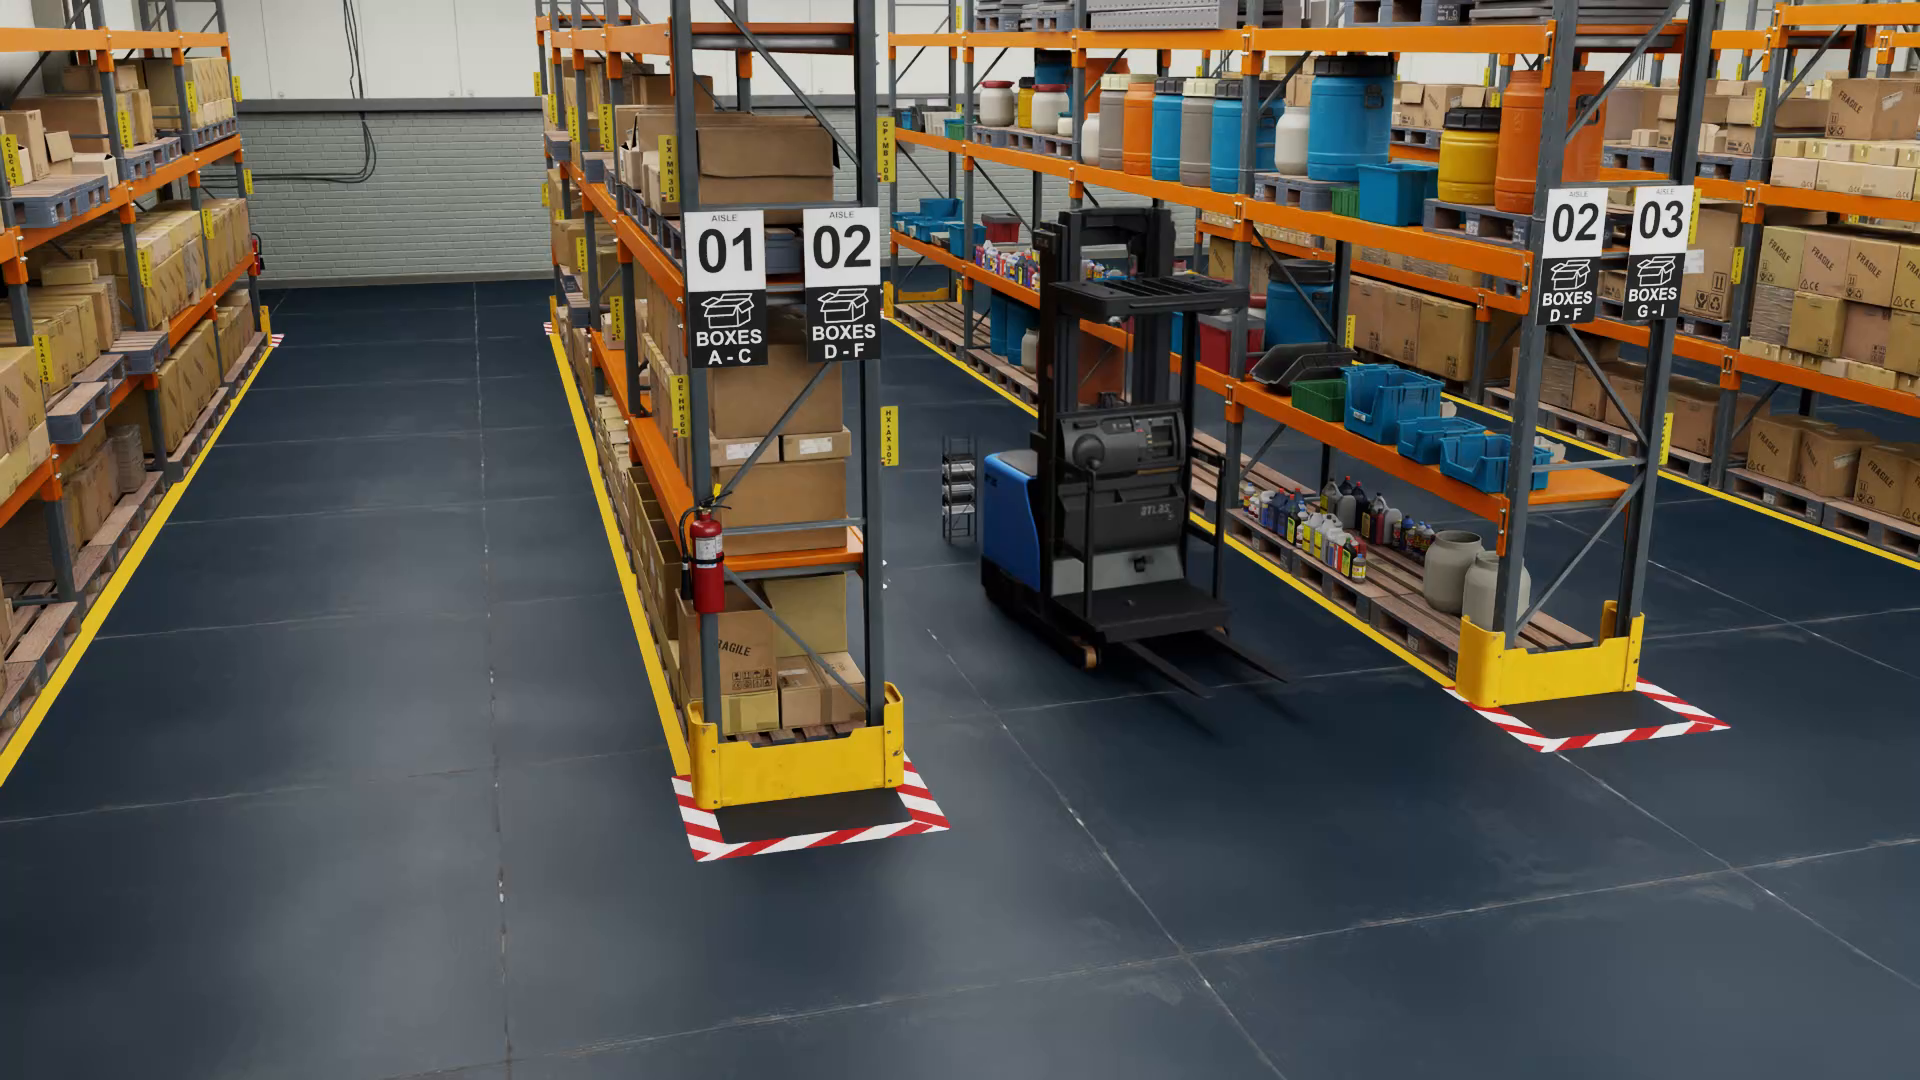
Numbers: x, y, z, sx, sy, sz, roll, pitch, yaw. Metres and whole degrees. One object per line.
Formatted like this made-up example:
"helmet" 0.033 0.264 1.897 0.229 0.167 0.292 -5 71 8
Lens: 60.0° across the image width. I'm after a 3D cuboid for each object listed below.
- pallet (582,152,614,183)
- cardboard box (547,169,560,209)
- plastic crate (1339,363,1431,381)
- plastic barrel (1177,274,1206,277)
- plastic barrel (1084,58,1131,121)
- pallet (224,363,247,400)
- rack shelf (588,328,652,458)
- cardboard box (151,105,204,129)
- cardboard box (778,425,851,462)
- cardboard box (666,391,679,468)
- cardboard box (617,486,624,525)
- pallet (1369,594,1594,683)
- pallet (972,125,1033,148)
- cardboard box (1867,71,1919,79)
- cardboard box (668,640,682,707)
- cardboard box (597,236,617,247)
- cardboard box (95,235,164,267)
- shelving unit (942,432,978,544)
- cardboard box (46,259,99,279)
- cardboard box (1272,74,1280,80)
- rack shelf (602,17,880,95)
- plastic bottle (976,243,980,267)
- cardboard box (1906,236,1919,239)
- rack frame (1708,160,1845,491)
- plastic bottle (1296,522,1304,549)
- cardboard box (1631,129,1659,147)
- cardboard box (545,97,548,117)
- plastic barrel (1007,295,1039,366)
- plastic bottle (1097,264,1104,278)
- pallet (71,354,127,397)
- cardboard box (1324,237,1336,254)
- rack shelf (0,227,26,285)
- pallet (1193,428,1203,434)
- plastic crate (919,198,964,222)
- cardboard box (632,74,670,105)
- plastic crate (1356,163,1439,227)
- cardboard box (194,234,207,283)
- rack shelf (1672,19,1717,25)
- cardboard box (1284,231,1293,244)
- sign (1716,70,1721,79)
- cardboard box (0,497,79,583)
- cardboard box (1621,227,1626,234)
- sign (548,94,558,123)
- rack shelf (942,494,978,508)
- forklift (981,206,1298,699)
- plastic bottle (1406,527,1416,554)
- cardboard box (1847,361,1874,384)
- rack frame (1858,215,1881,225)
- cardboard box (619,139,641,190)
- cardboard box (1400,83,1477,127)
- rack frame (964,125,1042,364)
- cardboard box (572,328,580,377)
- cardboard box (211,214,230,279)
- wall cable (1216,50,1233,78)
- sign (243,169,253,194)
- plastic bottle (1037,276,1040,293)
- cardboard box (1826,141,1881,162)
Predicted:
"pallet" -2.843 -3.442 15.311 1.213 0.211 1.003 -4 17 -13
"cardboard box" -5.446 -4.873 23.048 0.500 0.500 0.500 -4 17 -14
"plastic crate" 3.312 -1.205 13.008 0.499 0.251 0.616 -5 17 -15
"plastic barrel" 2.252 -2.337 16.322 0.421 0.512 0.421 0 17 0
"plastic barrel" 1.495 -4.668 17.587 0.600 0.830 0.708 -5 17 -15
"pallet" -9.111 -1.871 19.815 1.003 0.211 1.213 -5 17 -15
"rack shelf" -2.566 -1.379 14.579 1.077 0.370 4.000 -5 17 -15
"cardboard box" -8.913 -4.816 18.914 0.500 0.250 0.500 -5 17 -15
"cardboard box" -0.818 -0.548 9.261 0.380 0.149 0.250 -5 17 -16
"cardboard box" -1.603 -0.811 11.265 0.700 0.500 0.500 -4 17 -14
"cardboard box" -2.547 -0.286 13.741 0.500 0.250 0.500 -5 17 -16
"pallet" 3.562 0.639 11.459 1.003 0.211 1.213 -5 17 -15
"pallet" 0.858 -4.911 20.200 1.213 0.211 1.003 -5 17 -15
"cardboard box" 14.438 -7.054 25.925 0.797 0.503 0.637 -3 17 -11
"cardboard box" -1.498 0.790 10.159 0.500 0.250 0.500 -5 17 -15
"cardboard box" -3.465 -2.959 17.685 0.700 0.500 0.500 -1 17 -5
"cardboard box" -7.903 -2.738 15.823 0.500 0.250 0.500 -5 17 -16
"shelving unit" -0.002 -0.433 13.830 0.258 0.900 0.210 -5 17 -15
"cardboard box" -7.754 -2.360 14.529 0.380 0.149 0.250 -7 18 -22
"cardboard box" 4.887 -6.415 23.804 0.700 0.500 0.500 -4 17 -13
"rack shelf" -1.467 -2.954 10.090 1.077 0.370 4.000 -5 17 -15
"plastic bottle" 0.239 -3.583 20.868 0.061 0.283 0.133 -5 17 -15
"cardboard box" 8.173 -2.242 13.774 0.500 0.500 0.500 -5 17 -15
"rack frame" 7.509 -1.952 15.238 1.000 3.000 0.127 -5 17 -15
"plastic bottle" 2.677 -0.043 12.980 0.097 0.201 0.097 0 17 0
"cardboard box" 6.898 -3.989 16.480 0.380 0.166 0.250 -5 17 -17
"cardboard box" -5.149 -5.654 21.739 0.500 0.250 0.500 -5 17 -15
"plastic barrel" 0.876 -2.622 20.385 0.600 0.901 0.708 -5 17 -15
"plastic bottle" 1.607 -3.014 18.995 0.097 0.271 0.097 0 17 0
"pallet" -7.294 -1.248 13.225 1.003 0.211 1.213 -5 17 -15
"cardboard box" 5.197 -4.066 22.101 0.500 0.500 0.500 -5 17 -15
"rack shelf" -6.229 -1.316 9.157 1.077 0.370 4.000 -5 17 -15
"pallet" 1.823 -1.114 17.295 1.003 0.211 1.213 -5 17 -15
"plastic crate" -0.279 -4.848 24.711 0.616 0.435 0.499 -5 17 -15
"cardboard box" -2.327 -3.425 13.152 0.500 0.500 0.500 -3 17 -10
"plastic crate" 3.033 -2.387 11.498 0.392 0.384 0.575 -5 17 -15
"cardboard box" -8.608 -3.083 18.274 0.500 0.500 0.500 -5 17 -16
"rack shelf" 9.558 -7.610 24.899 1.077 0.370 4.000 -5 17 -15
"cardboard box" 4.771 -4.246 23.309 0.380 0.149 0.250 -5 17 -16
"sign" 10.640 -6.447 23.404 0.100 0.325 0.005 -5 17 -15
"cardboard box" -6.997 0.007 12.296 0.700 0.500 0.500 -4 17 -13
"cardboard box" 9.804 -4.470 24.054 0.380 0.149 0.250 -5 17 -16
"sign" -4.735 -5.022 19.345 0.100 0.325 0.005 -5 17 -15
"rack shelf" -0.002 -0.315 13.866 0.258 0.077 0.200 -5 17 -15
"forklift" 1.196 -0.678 11.115 1.130 2.935 3.031 -7 18 -22
"plastic bottle" 3.499 -0.001 12.840 0.097 0.201 0.097 0 17 0
"cardboard box" 7.646 -1.405 13.852 0.380 0.149 0.250 -5 17 -15
"rack frame" 11.207 -3.423 20.133 1.000 3.000 0.127 -5 17 -15
"cardboard box" -1.983 -2.523 11.104 0.500 0.311 0.500 -6 18 -18
"cardboard box" 5.828 -5.309 20.290 0.797 0.503 0.637 -5 17 -16
"rack frame" 0.549 -3.774 21.301 1.000 3.000 0.127 -5 17 -15
"cardboard box" -4.316 -2.244 19.787 0.500 0.500 0.500 -6 18 -18
"cardboard box" -9.306 -3.488 19.828 0.980 0.700 0.700 -5 17 -17
"wall cable" 5.972 -11.522 31.076 2.277 5.999 0.120 -5 17 -15
"sign" -9.551 -4.804 22.306 0.100 0.325 0.005 -5 17 -15
"plastic bottle" 0.915 -2.882 18.678 0.097 0.201 0.097 0 17 0
"cardboard box" 7.495 -3.249 13.906 0.380 0.149 0.250 -5 17 -15
